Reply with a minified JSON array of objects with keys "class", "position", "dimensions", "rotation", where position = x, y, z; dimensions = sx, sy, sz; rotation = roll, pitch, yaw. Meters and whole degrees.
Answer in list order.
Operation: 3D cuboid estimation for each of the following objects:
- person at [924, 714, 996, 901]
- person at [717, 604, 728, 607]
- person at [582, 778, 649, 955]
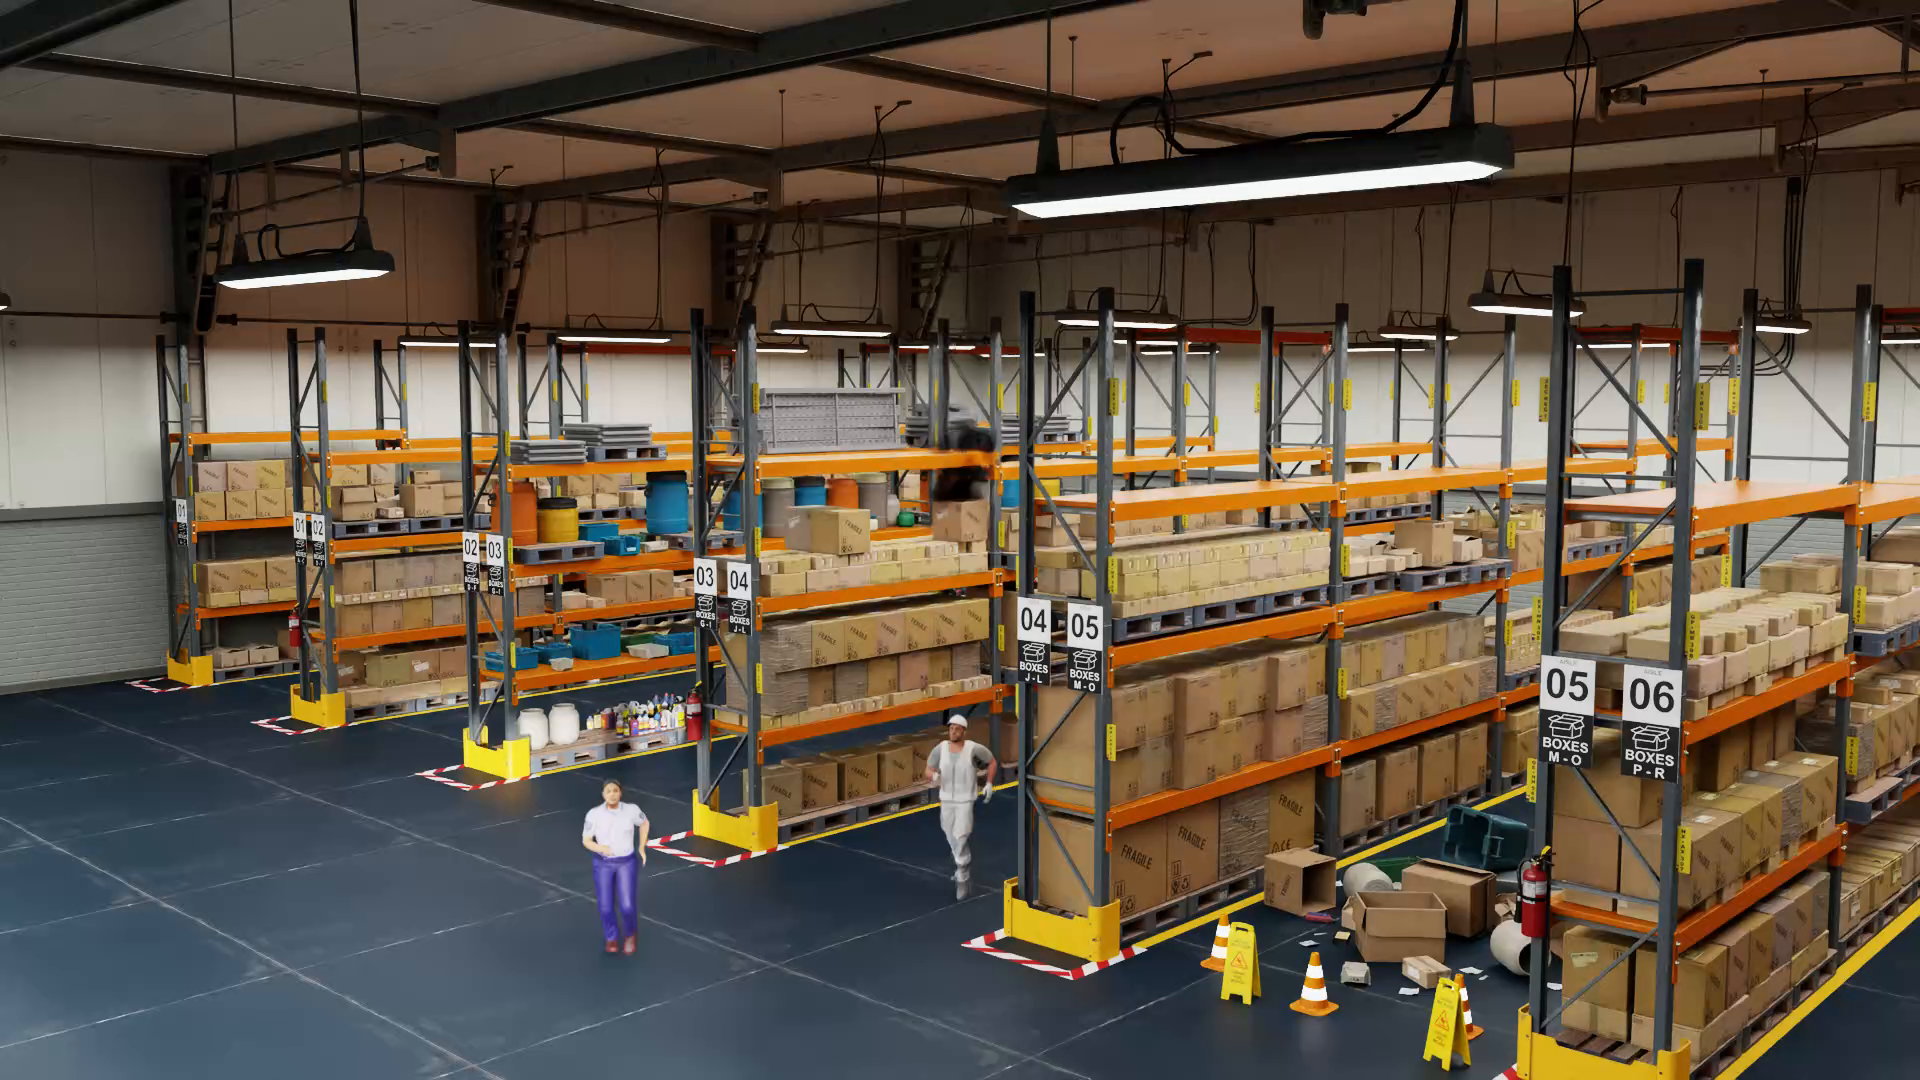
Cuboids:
[{"class":"person","position":[-0.036,2.681,16.819],"dimensions":[0.656,1.850,0.770],"rotation":[2,6,22]},{"class":"person","position":[-4.836,1.207,33.148],"dimensions":[0.633,1.732,0.779],"rotation":[4,7,37]},{"class":"person","position":[-3.090,2.949,14.939],"dimensions":[0.584,1.621,0.639],"rotation":[-1,5,-9]}]
